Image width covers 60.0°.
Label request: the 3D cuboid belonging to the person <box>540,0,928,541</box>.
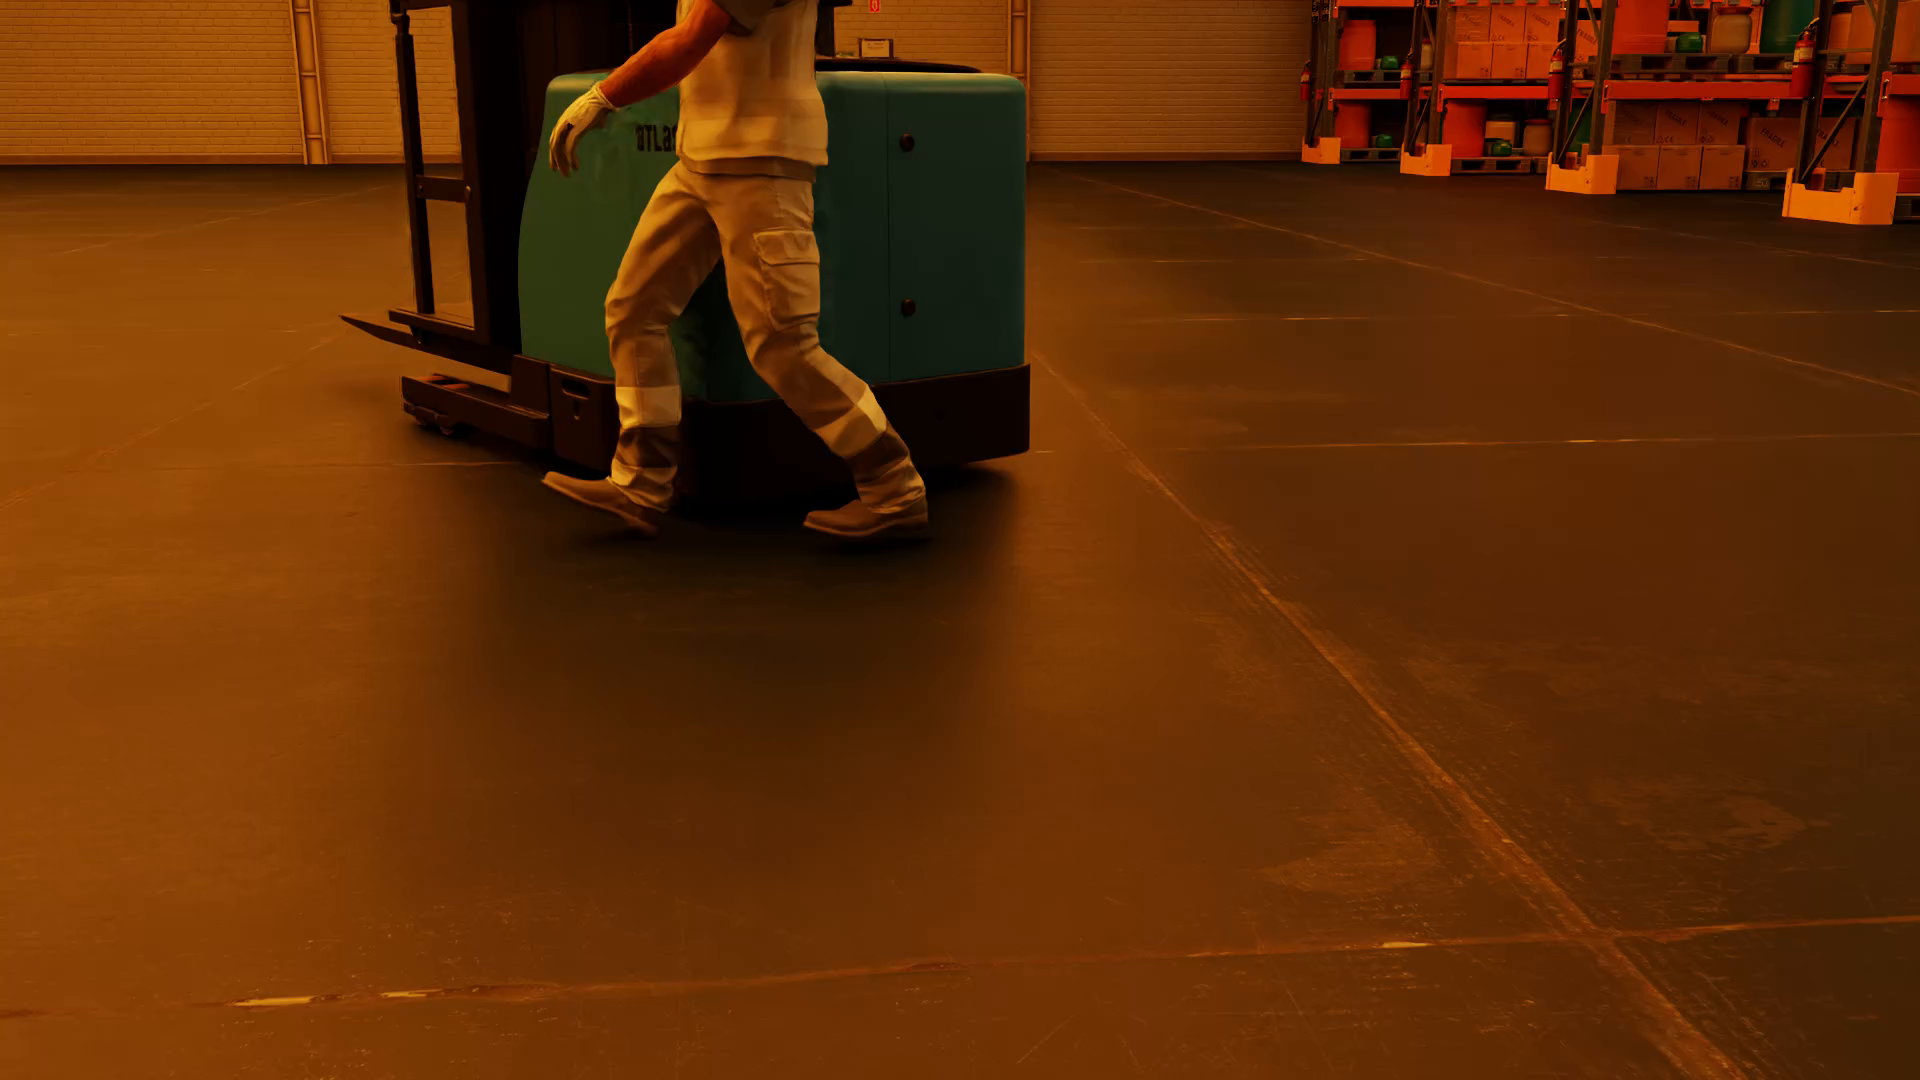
[{"bbox_3d":[-0.539,-0.830,3.742,0.832,1.730,0.704,-6,16,-22],"label":"person"}]

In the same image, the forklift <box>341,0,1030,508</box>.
[{"bbox_3d":[-1.130,-1.811,5.060,1.130,2.935,3.031,-12,19,-38],"label":"forklift"}]
